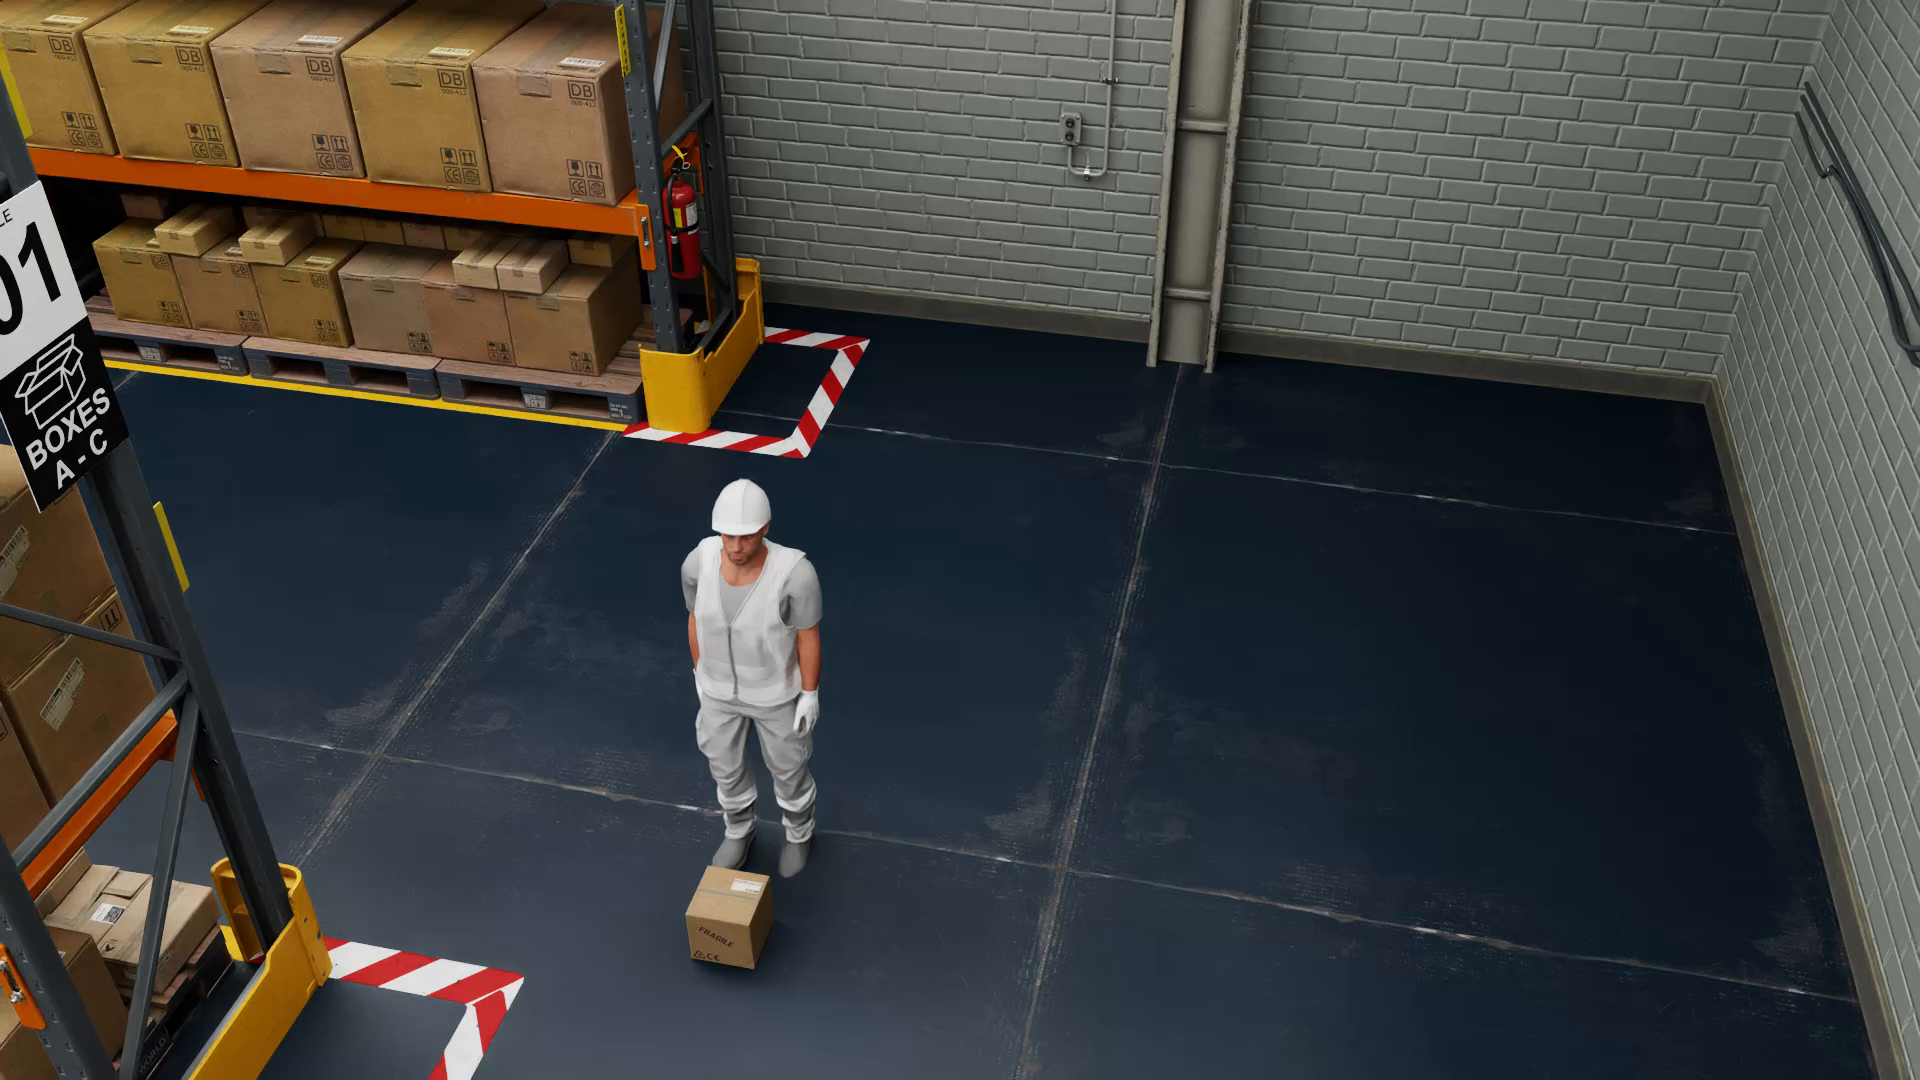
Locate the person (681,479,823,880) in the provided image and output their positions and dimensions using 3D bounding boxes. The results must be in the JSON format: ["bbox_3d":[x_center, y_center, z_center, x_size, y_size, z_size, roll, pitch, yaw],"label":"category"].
[{"bbox_3d":[-0.766,0.561,6.204,0.524,1.810,0.362,8,37,11],"label":"person"}]
